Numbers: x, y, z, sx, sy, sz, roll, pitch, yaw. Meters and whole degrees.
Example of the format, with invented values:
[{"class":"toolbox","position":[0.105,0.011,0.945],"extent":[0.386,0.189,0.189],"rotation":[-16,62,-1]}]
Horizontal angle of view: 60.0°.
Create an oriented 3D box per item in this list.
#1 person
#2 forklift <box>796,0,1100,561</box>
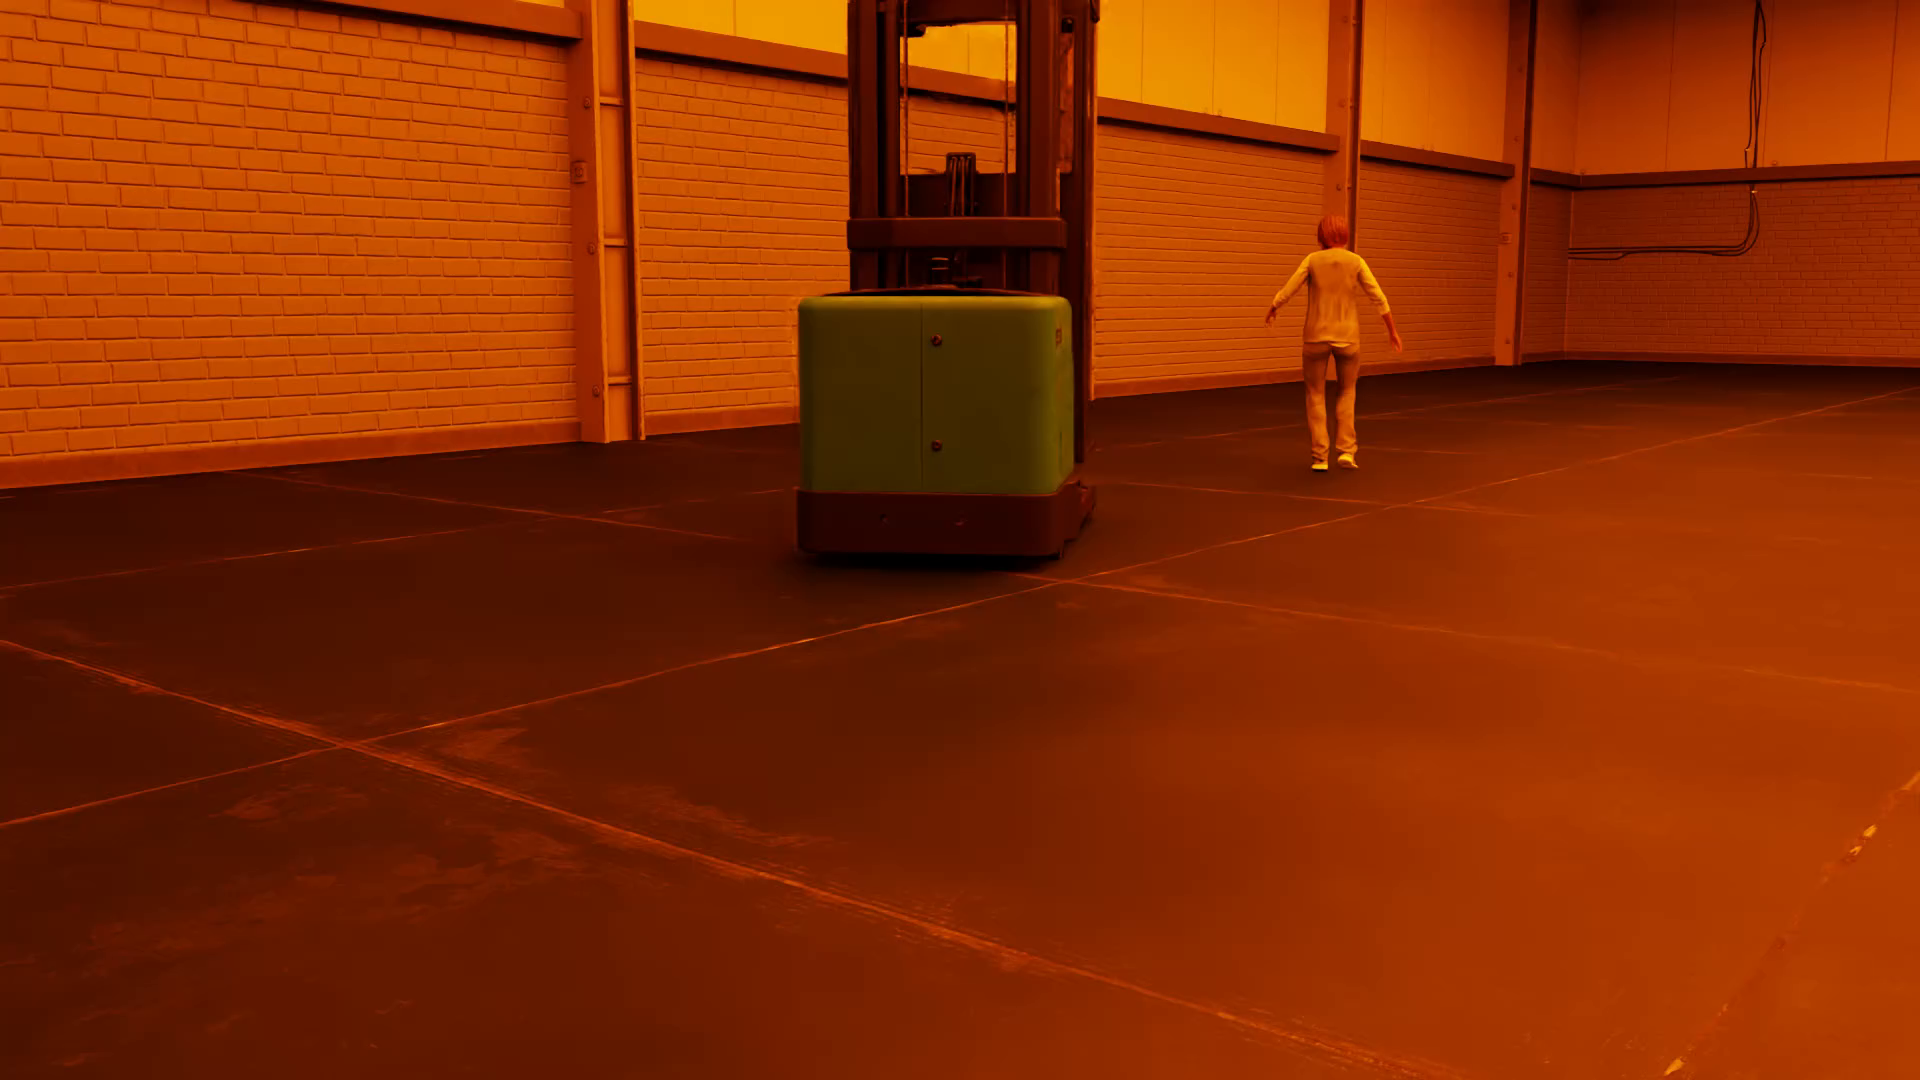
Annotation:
[{"class":"person","position":[2.326,-1.203,10.372],"extent":[0.835,1.607,0.526],"rotation":[2,8,11]},{"class":"forklift","position":[0.074,-1.541,7.814],"extent":[1.130,2.935,3.031],"rotation":[1,8,8]}]
